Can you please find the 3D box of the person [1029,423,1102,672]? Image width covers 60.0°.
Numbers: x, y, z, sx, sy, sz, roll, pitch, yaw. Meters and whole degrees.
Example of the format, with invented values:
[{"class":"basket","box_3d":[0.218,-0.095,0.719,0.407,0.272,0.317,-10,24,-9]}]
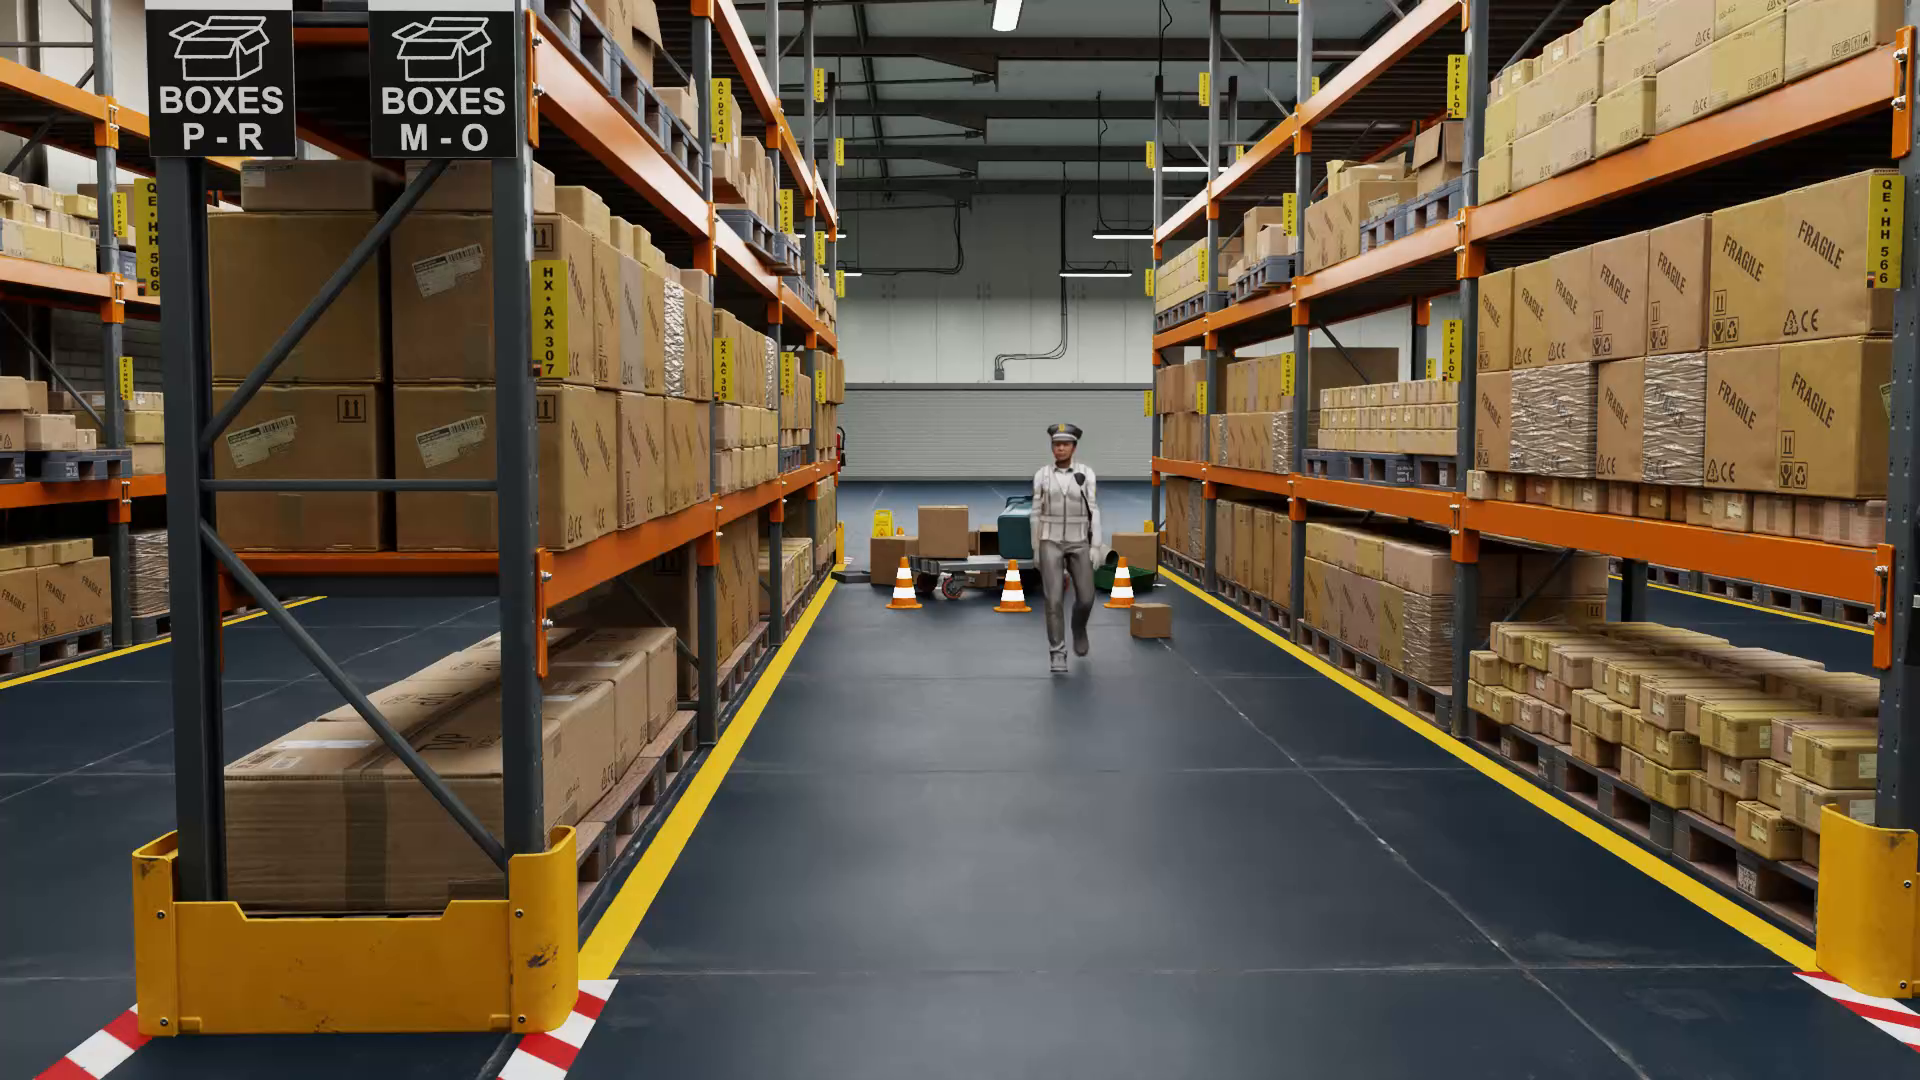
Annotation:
[{"class":"person","box_3d":[0.720,0.038,11.359,0.493,1.677,0.595,0,4,3]}]
